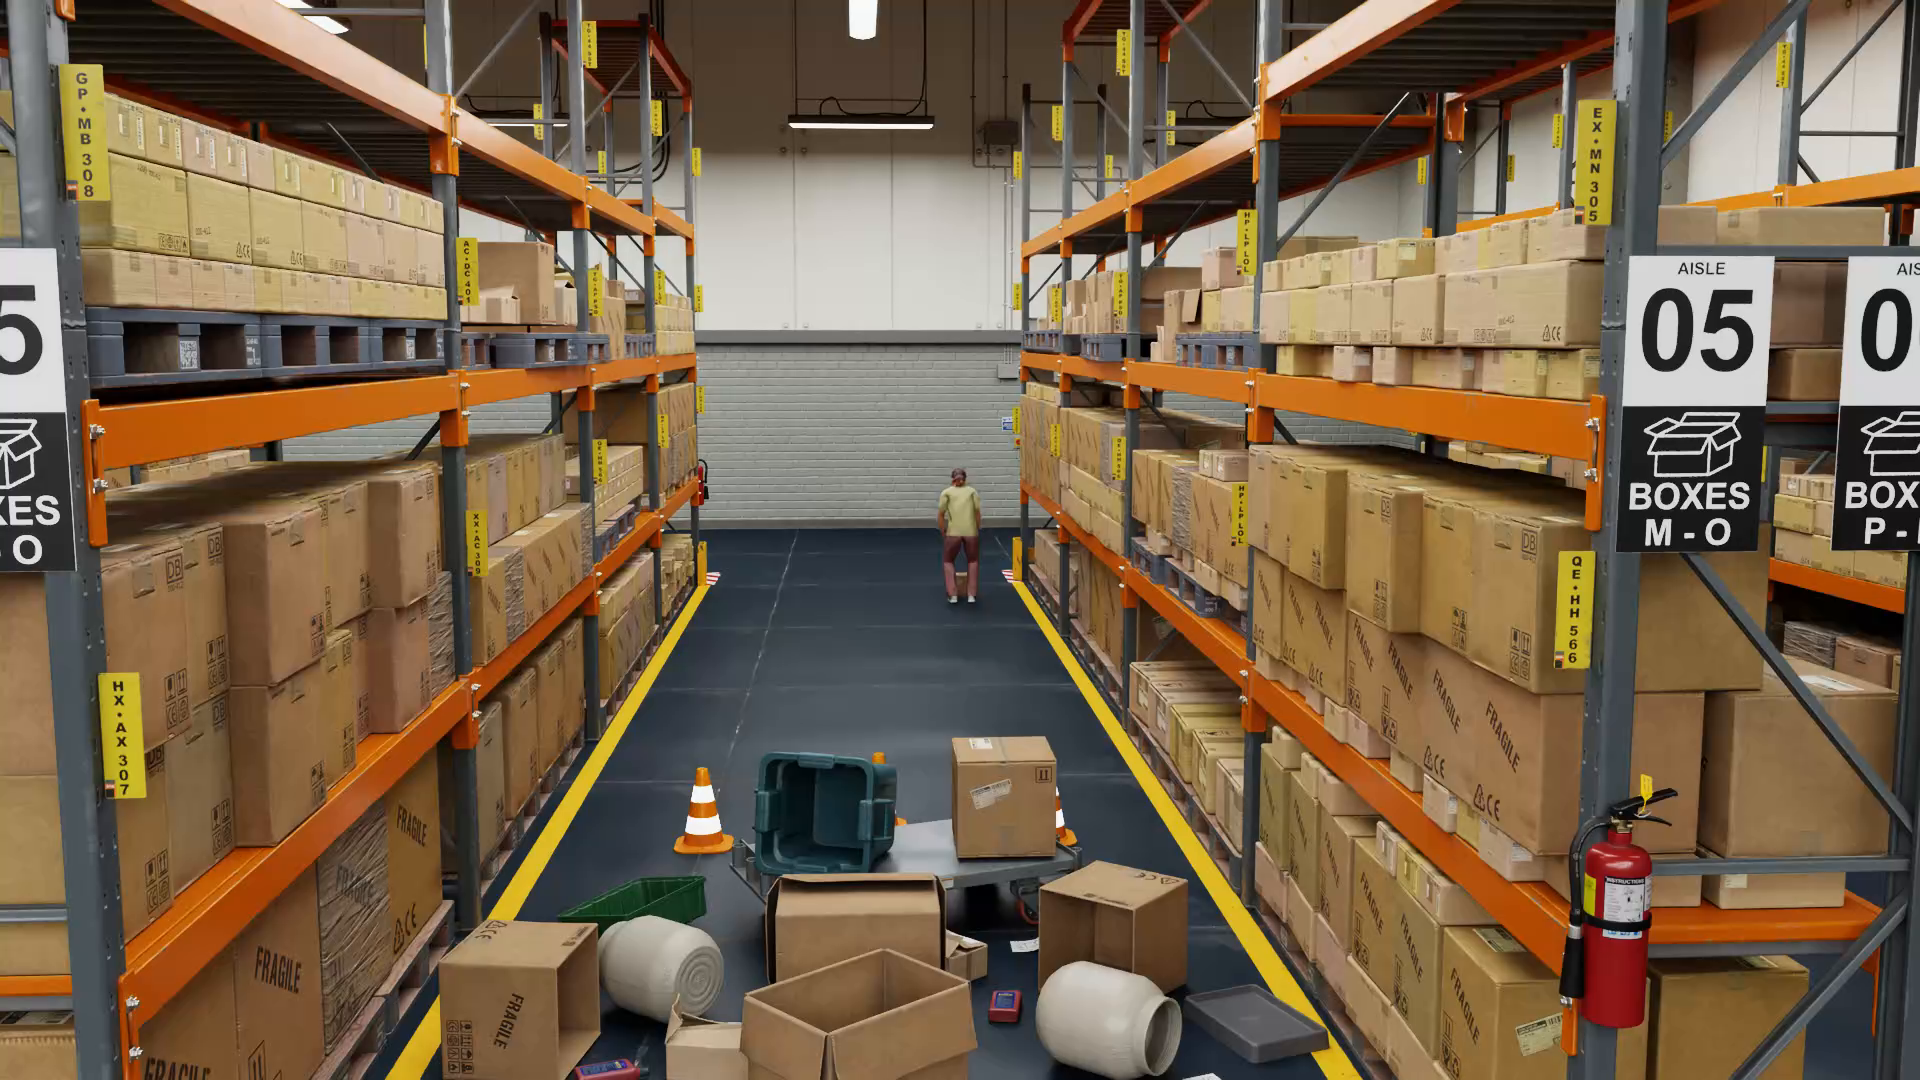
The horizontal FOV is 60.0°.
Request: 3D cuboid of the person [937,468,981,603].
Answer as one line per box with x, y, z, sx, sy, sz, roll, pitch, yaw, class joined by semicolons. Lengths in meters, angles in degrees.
-0.009;-0.049;18.860;0.498;1.515;0.532;0;7;-1;person
